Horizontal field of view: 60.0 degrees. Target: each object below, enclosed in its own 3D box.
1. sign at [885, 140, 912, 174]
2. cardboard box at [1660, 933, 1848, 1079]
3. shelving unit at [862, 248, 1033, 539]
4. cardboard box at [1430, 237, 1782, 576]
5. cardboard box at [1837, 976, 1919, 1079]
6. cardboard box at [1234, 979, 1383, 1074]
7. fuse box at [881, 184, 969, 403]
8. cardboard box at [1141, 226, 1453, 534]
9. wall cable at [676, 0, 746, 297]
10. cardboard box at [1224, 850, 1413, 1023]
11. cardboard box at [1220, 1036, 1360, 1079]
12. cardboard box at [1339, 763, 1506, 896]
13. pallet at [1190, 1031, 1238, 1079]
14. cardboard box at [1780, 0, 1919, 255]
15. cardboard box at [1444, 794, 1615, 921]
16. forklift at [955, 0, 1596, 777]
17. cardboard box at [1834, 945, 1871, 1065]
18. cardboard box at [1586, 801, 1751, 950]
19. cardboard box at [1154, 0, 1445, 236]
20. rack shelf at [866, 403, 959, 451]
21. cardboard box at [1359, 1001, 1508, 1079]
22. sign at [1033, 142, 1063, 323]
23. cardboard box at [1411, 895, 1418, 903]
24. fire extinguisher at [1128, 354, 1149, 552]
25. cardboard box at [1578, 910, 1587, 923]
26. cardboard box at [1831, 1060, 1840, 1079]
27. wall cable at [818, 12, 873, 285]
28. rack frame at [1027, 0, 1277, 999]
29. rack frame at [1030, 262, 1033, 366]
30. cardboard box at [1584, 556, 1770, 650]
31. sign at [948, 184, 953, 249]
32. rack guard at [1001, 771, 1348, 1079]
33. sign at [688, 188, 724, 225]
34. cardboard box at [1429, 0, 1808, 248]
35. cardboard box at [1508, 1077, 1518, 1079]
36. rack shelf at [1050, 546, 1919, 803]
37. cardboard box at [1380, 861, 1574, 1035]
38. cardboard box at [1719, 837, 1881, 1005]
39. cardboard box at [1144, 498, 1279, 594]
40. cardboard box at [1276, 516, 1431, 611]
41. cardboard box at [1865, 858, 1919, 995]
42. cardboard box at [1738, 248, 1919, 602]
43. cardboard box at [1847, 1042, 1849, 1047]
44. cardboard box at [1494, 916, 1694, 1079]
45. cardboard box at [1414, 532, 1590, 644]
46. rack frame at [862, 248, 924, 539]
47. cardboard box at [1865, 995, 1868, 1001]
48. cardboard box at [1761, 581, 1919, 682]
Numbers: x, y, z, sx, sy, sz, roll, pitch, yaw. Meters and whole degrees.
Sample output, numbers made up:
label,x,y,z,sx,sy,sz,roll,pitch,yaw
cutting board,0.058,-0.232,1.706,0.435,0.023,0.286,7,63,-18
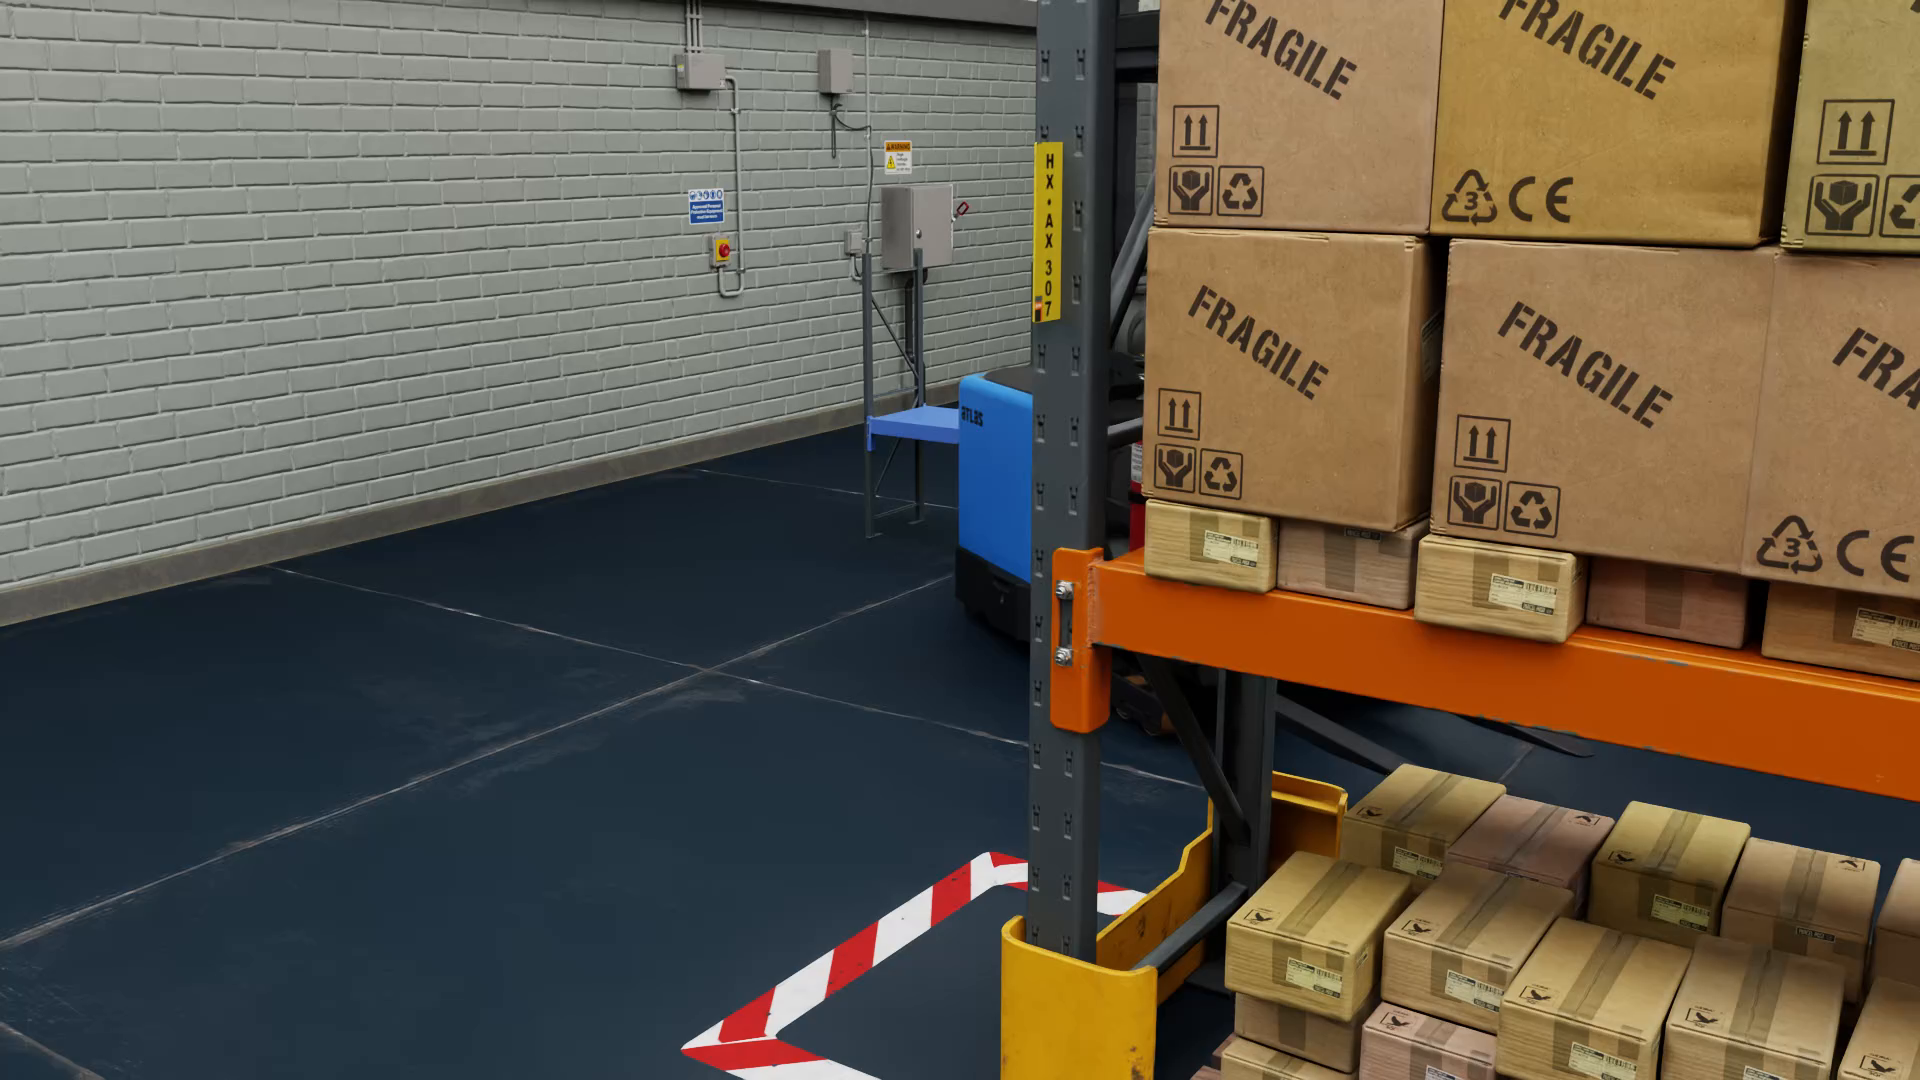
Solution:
label,x,y,z,sx,sy,sz,roll,pitch,yaw
sign,-0.456,-2.826,12.277,0.001,0.242,0.339,9,17,33
cardboard box,1.397,0.861,2.922,0.250,0.149,0.380,8,16,30
shelving unit,0.071,-0.717,8.597,1.048,1.500,0.538,9,17,33
cardboard box,1.143,-0.268,2.835,0.500,0.500,0.500,9,17,33
cardboard box,1.622,0.901,2.764,0.250,0.149,0.380,10,17,35
cardboard box,0.758,0.900,3.384,0.250,0.149,0.380,10,17,35
fuse box,-0.253,-1.783,12.464,0.414,1.711,0.539,9,17,33
cardboard box,0.685,-0.334,3.105,0.500,0.500,0.500,10,17,35
wall cable,-1.546,-2.517,10.570,0.123,1.953,0.585,9,17,33
cardboard box,0.712,0.772,3.281,0.250,0.149,0.380,8,16,30
cardboard box,0.723,1.057,3.369,0.250,0.149,0.380,10,17,34
cardboard box,1.047,0.655,3.756,0.250,0.149,0.380,9,17,33
pallet,1.184,1.223,3.444,1.213,0.211,1.003,9,17,33
cardboard box,1.533,-0.681,2.425,0.500,0.500,0.500,9,16,32
cardboard box,1.224,0.700,3.574,0.250,0.149,0.380,10,17,34
forklift,1.054,-0.835,6.096,1.130,2.935,3.031,-6,15,-24
cardboard box,1.662,0.919,3.310,0.250,0.149,0.380,9,16,32
cardboard box,1.510,0.709,3.536,0.250,0.149,0.380,9,16,32
cardboard box,0.691,-0.822,2.993,0.500,0.500,0.500,9,17,32
rack shelf,0.071,-0.542,8.640,1.000,0.185,0.538,9,17,33
cardboard box,0.954,0.948,3.190,0.250,0.149,0.380,9,17,33
sign,0.164,-0.569,3.077,0.005,0.325,0.100,9,17,33
cardboard box,1.064,0.793,3.819,0.250,0.149,0.380,9,16,31
fire extinguisher,0.515,-0.164,4.181,0.183,0.674,0.296,9,17,33
cardboard box,1.251,0.838,3.634,0.250,0.149,0.380,9,16,32
cardboard box,1.359,1.019,2.903,0.250,0.149,0.380,10,17,35
wall cable,-0.764,-2.786,11.723,0.122,1.984,0.588,9,17,33
rack frame,0.467,-0.257,3.618,0.127,3.000,1.000,9,17,33
rack frame,0.493,-0.648,8.321,0.032,1.500,0.500,9,17,33
cardboard box,1.272,0.054,2.886,0.250,0.149,0.380,10,17,35
sign,-0.149,-2.488,12.831,0.001,0.494,0.329,9,17,33
rack guard,0.530,0.967,3.878,0.348,0.500,1.175,9,17,33
sign,-1.624,-2.139,10.658,0.001,0.218,0.327,9,17,33
cardboard box,1.113,-0.756,2.725,0.500,0.500,0.500,10,17,34
cardboard box,1.206,0.963,3.129,0.250,0.149,0.380,9,17,34
rack shelf,2.126,0.361,2.621,4.000,0.370,1.077,9,17,33
cardboard box,1.008,0.785,3.229,0.250,0.149,0.380,10,17,34
cardboard box,1.689,0.757,3.345,0.250,0.149,0.380,8,16,31
cardboard box,0.553,-0.026,3.209,0.250,0.149,0.380,9,17,32
cardboard box,0.787,0.000,3.104,0.250,0.149,0.380,10,17,35
cardboard box,1.943,0.782,3.244,0.250,0.149,0.380,10,17,35
cardboard box,1.543,-0.200,2.560,0.500,0.500,0.500,9,17,34
cardboard box,1.632,1.036,2.835,0.250,0.149,0.380,8,16,30
cardboard box,1.145,0.845,2.989,0.250,0.149,0.380,9,17,33
cardboard box,0.980,0.047,2.916,0.250,0.149,0.380,9,16,31
rack frame,-0.351,-0.785,8.872,0.032,1.500,0.500,9,17,33
cardboard box,1.933,0.929,3.268,0.250,0.149,0.380,9,17,34
cardboard box,1.483,0.095,2.719,0.250,0.149,0.380,9,17,32
